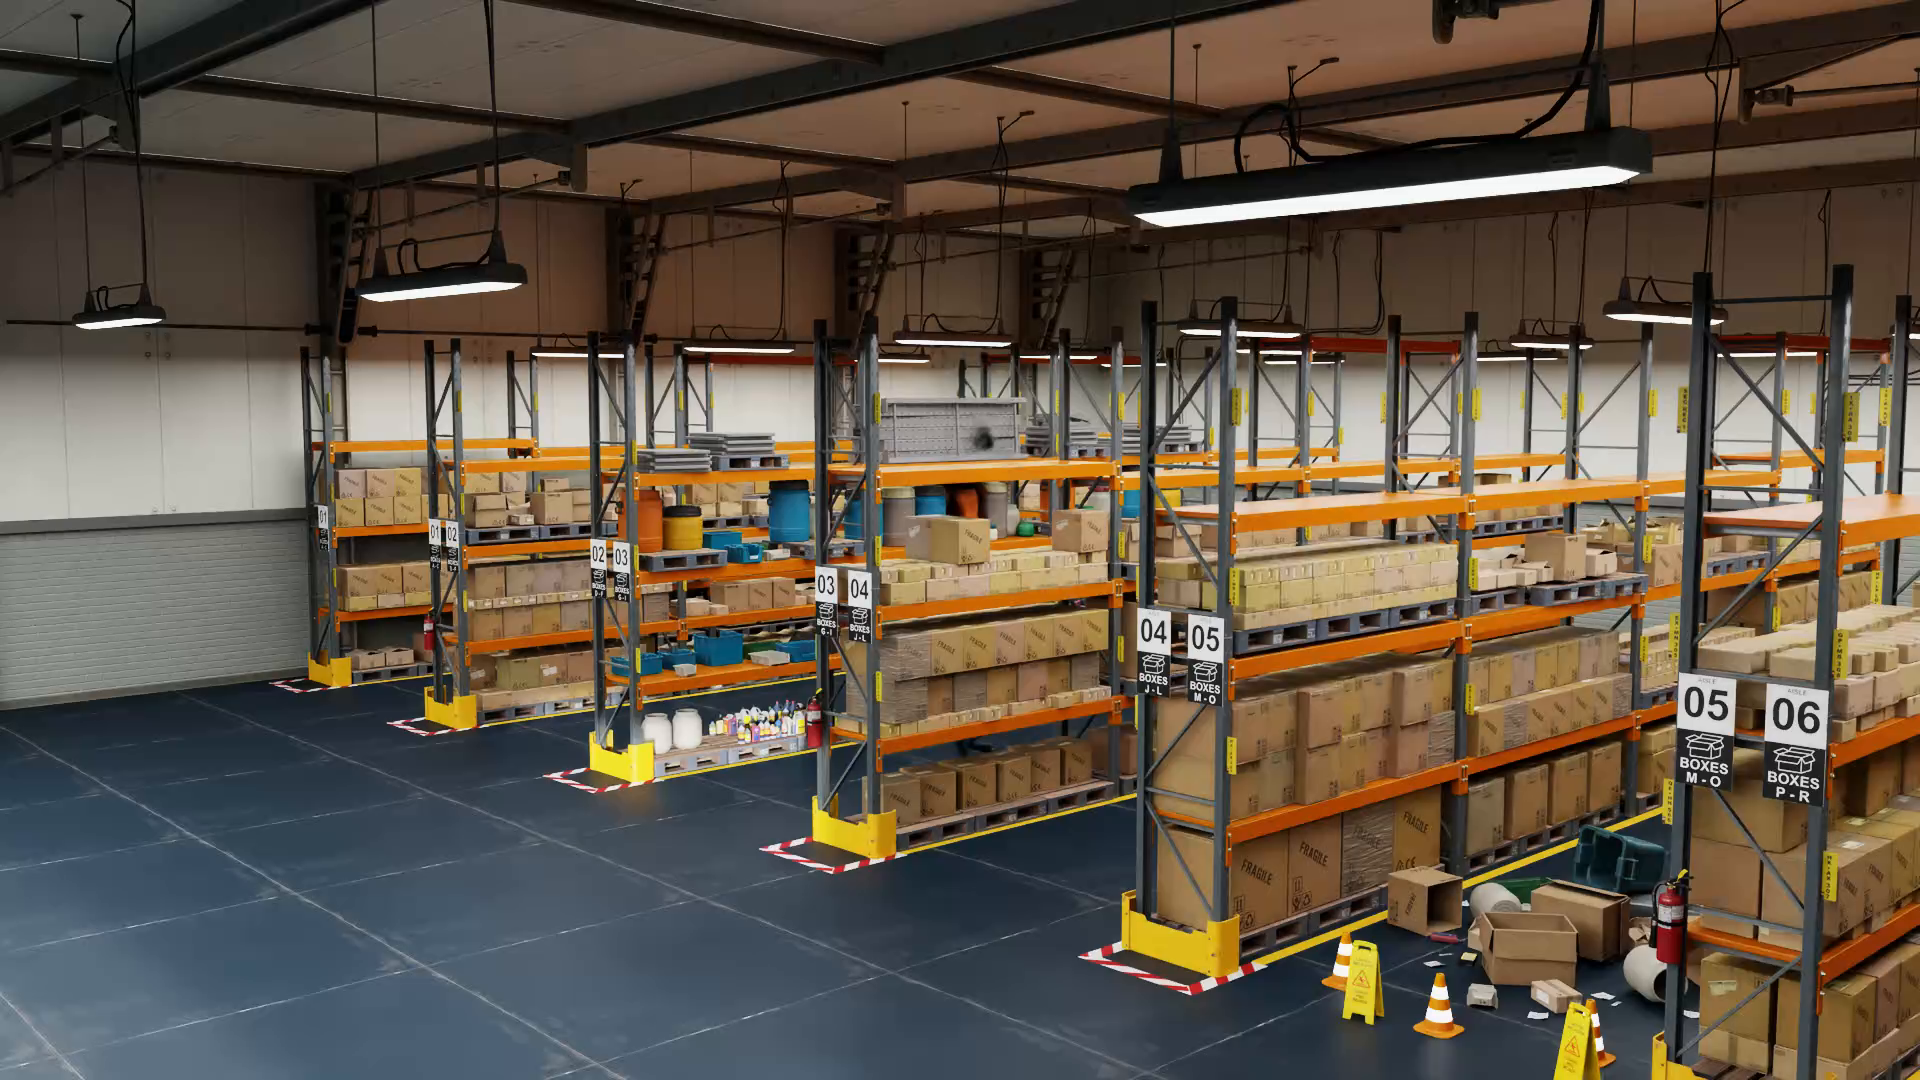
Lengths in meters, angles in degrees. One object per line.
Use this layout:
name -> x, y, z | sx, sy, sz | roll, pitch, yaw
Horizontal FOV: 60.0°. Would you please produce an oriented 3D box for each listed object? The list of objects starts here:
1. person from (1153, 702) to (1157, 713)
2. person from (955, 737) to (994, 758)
person -> 2.957, 2.098, 24.974 | 0.829, 1.789, 0.654 | -4, 6, -39
person -> 0.164, 2.407, 22.558 | 0.622, 1.551, 0.539 | -5, 7, -43
